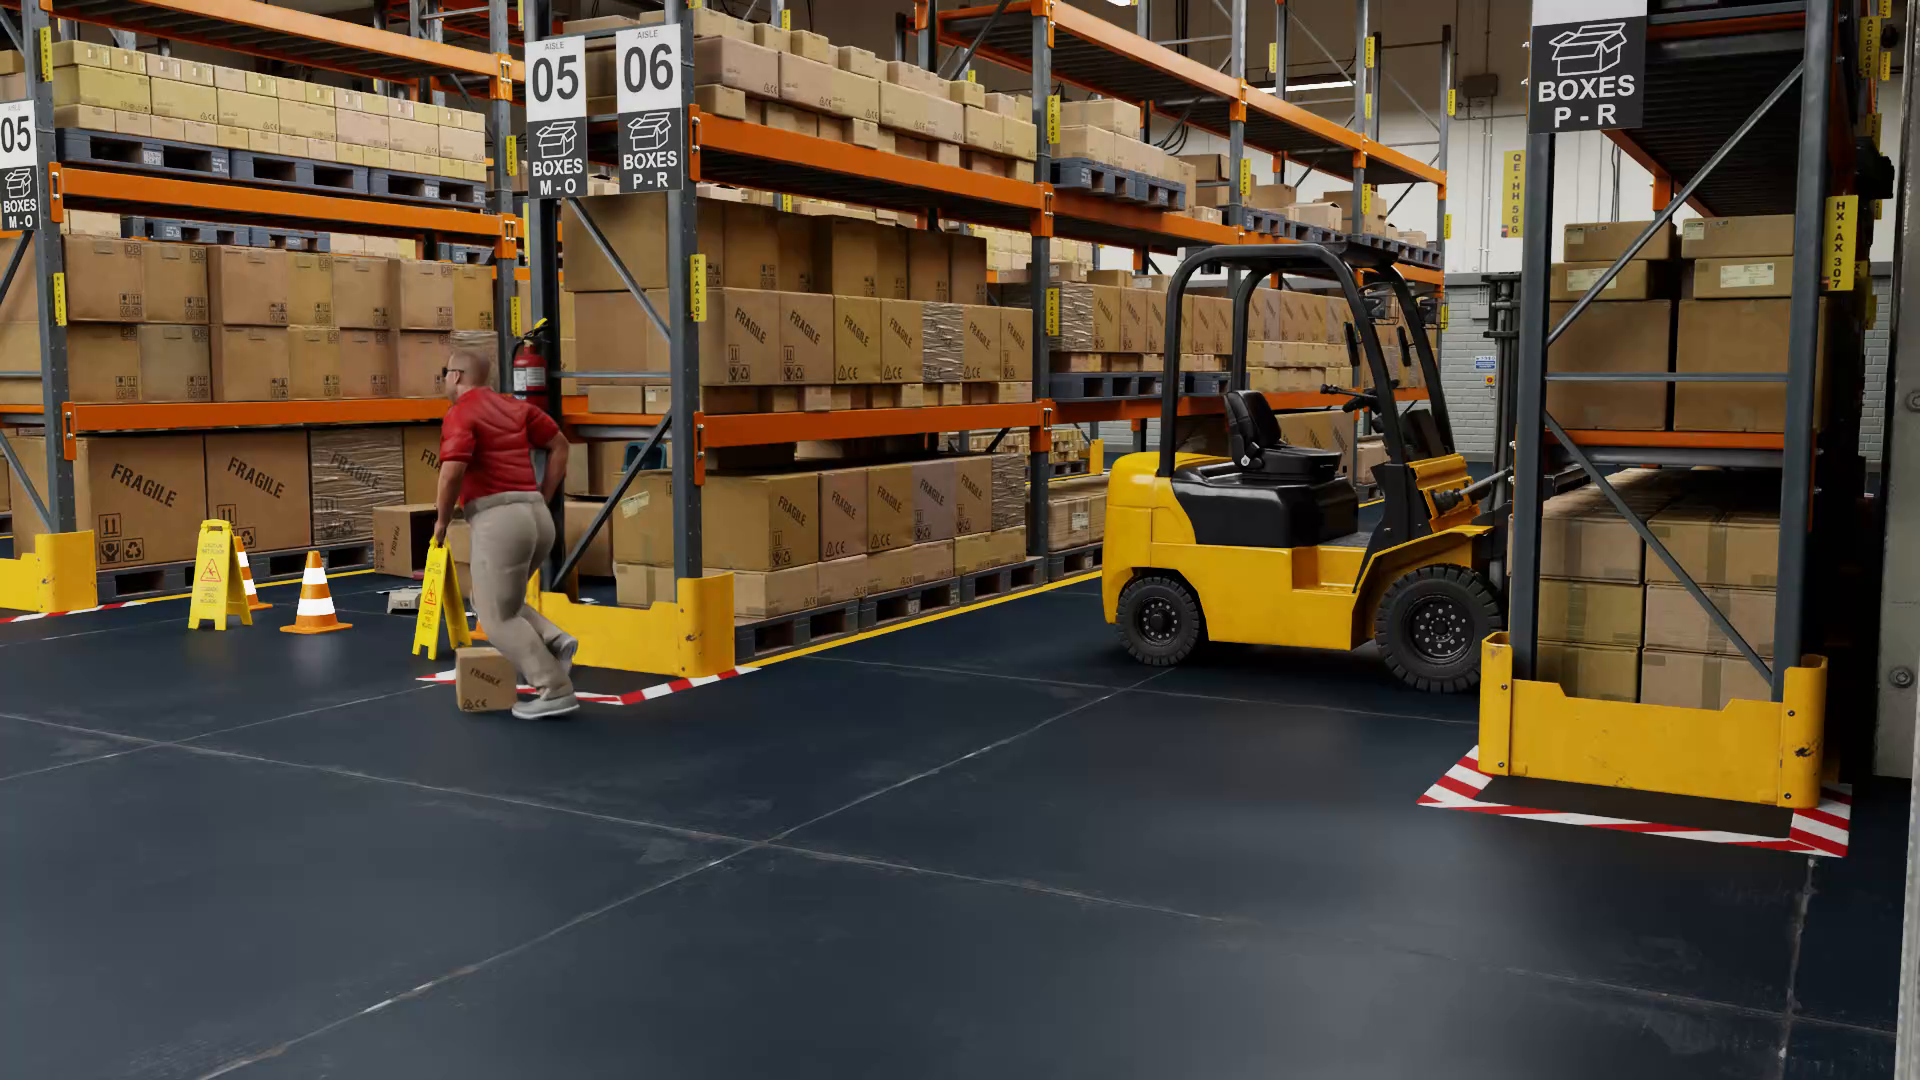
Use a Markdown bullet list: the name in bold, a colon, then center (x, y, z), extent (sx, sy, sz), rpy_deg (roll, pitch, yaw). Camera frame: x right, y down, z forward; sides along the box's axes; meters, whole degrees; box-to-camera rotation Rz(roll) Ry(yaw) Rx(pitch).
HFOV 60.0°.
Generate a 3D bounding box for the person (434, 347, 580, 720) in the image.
- **person**: center (-1.985, -0.032, 7.362), extent (0.647, 1.632, 0.683), rpy_deg (2, 6, 19)
